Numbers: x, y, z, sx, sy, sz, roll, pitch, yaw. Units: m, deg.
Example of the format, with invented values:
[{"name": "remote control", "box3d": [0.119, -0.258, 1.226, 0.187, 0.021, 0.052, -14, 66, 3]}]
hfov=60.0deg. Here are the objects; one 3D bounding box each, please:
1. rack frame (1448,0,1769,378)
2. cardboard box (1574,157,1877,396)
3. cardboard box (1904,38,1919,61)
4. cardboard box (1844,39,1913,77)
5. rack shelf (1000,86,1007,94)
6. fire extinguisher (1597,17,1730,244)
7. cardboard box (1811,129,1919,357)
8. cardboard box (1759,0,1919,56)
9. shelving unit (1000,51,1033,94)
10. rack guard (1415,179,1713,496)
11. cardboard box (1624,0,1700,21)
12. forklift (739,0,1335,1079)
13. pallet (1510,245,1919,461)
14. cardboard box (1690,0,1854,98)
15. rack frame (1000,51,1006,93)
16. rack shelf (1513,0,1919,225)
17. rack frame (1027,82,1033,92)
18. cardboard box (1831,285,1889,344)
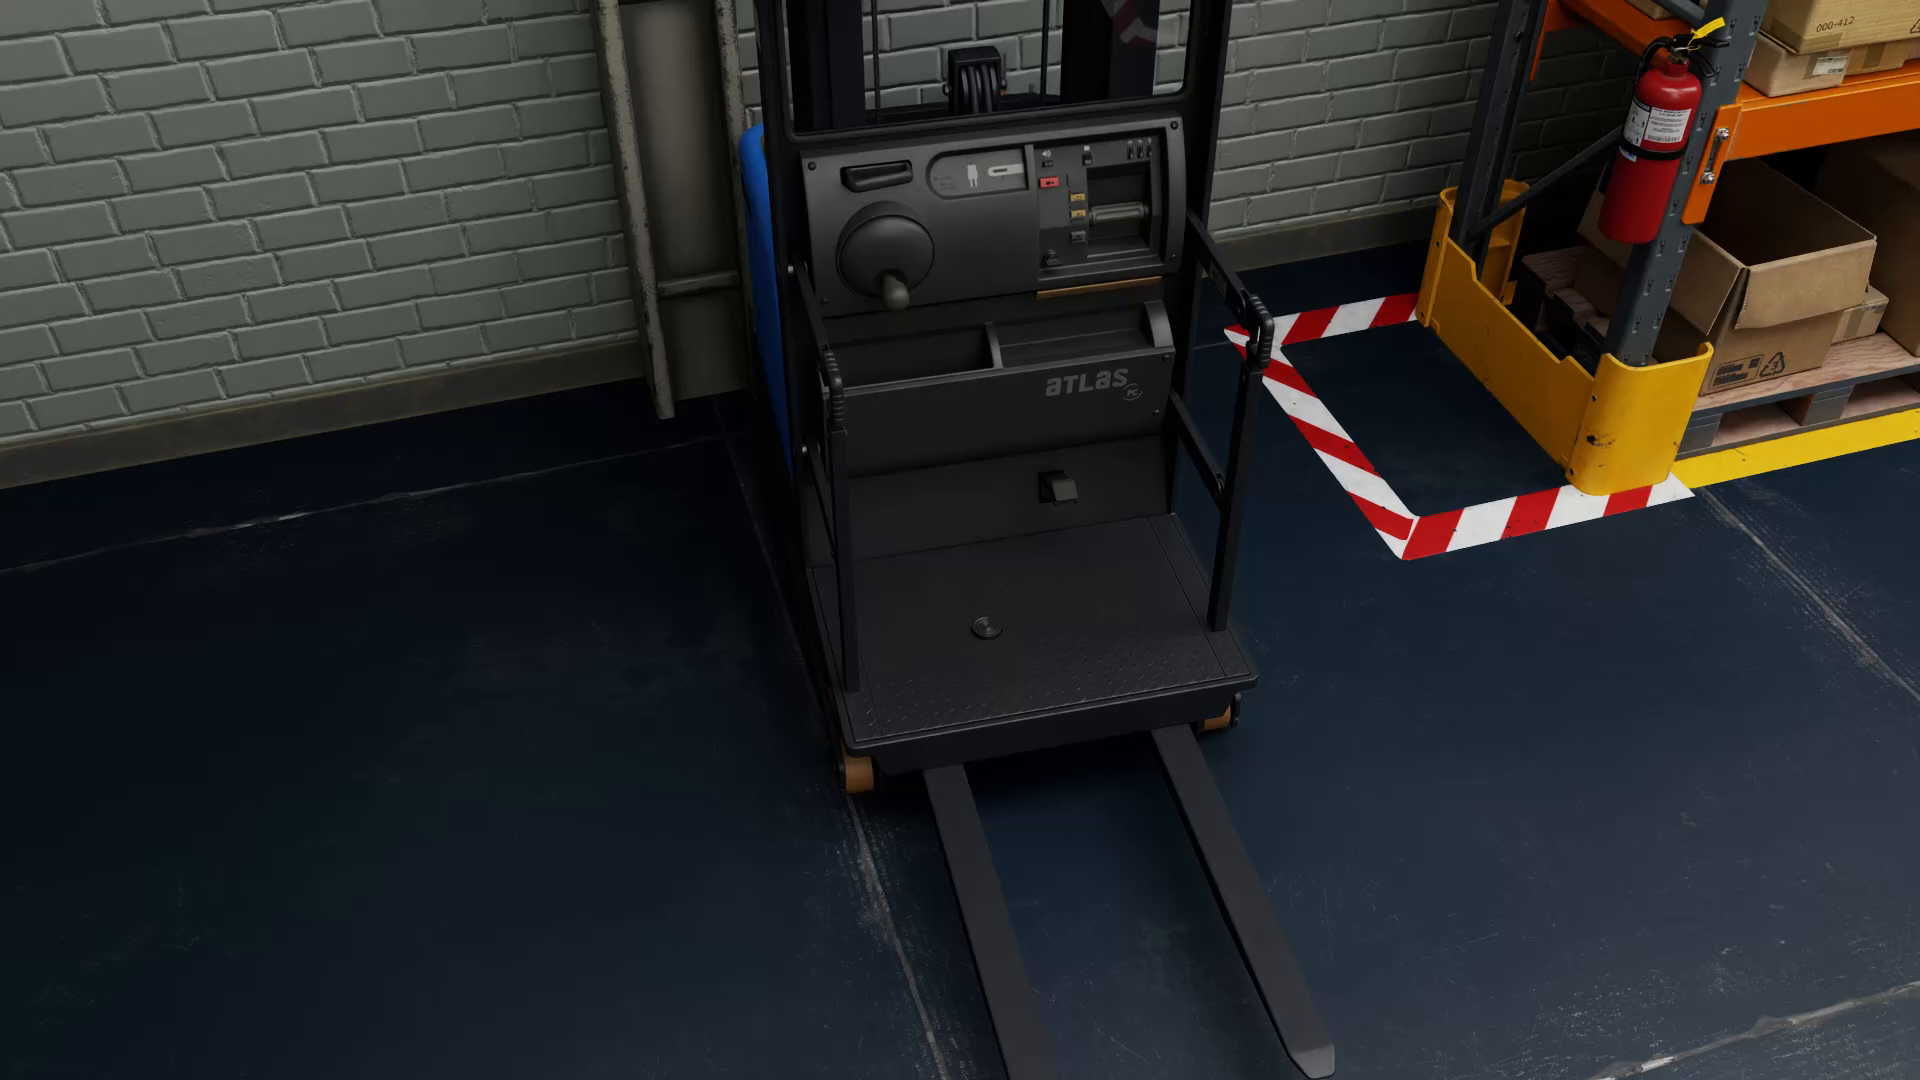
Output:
[{"name": "rack frame", "box3d": [1.949, -1.647, 4.855, 0.127, 3.000, 1.000, -12, 42, -13]}, {"name": "cardboard box", "box3d": [2.561, -0.927, 5.609, 0.637, 0.503, 0.797, -13, 43, -15]}, {"name": "cardboard box", "box3d": [2.814, -1.598, 4.991, 0.250, 0.149, 0.380, -12, 43, -14]}, {"name": "cardboard box", "box3d": [2.574, -1.525, 4.906, 0.250, 0.149, 0.380, -11, 42, -12]}, {"name": "rack shelf", "box3d": [0.099, -1.329, 5.557, 0.215, 0.259, 0.240, -13, 43, -15]}, {"name": "fire extinguisher", "box3d": [1.948, -1.158, 4.638, 0.183, 0.674, 0.296, -12, 42, -13]}, {"name": "cardboard box", "box3d": [3.388, -1.070, 5.775, 0.500, 0.500, 0.700, -10, 42, -11]}, {"name": "cardboard box", "box3d": [2.463, -1.623, 4.716, 0.500, 0.250, 0.500, -11, 42, -13]}, {"name": "shelving unit", "box3d": [0.100, -1.123, 5.736, 0.215, 1.050, 0.252, -13, 43, -15]}, {"name": "rack guard", "box3d": [2.022, -0.721, 5.695, 0.348, 0.500, 1.175, -12, 42, -13]}, {"name": "cardboard box", "box3d": [2.185, -1.786, 5.206, 0.250, 0.149, 0.380, -12, 43, -14]}, {"name": "forklift", "box3d": [0.142, -0.702, 3.826, 1.130, 2.935, 3.031, -9, 42, -10]}, {"name": "pallet", "box3d": [2.782, -0.770, 5.971, 1.213, 0.211, 1.003, -12, 42, -13]}, {"name": "cardboard box", "box3d": [2.345, -1.445, 4.815, 0.250, 0.149, 0.380, -12, 43, -13]}, {"name": "rack frame", "box3d": [0.059, -1.198, 5.823, 0.200, 1.050, 0.008, -13, 43, -15]}, {"name": "rack shelf", "box3d": [3.857, -1.771, 5.545, 4.000, 0.370, 1.077, -12, 42, -13]}, {"name": "rack frame", "box3d": [0.140, -1.048, 5.649, 0.200, 1.050, 0.008, -13, 43, -15]}, {"name": "cardboard box", "box3d": [2.978, -0.853, 5.794, 0.250, 0.149, 0.380, -13, 43, -15]}]
